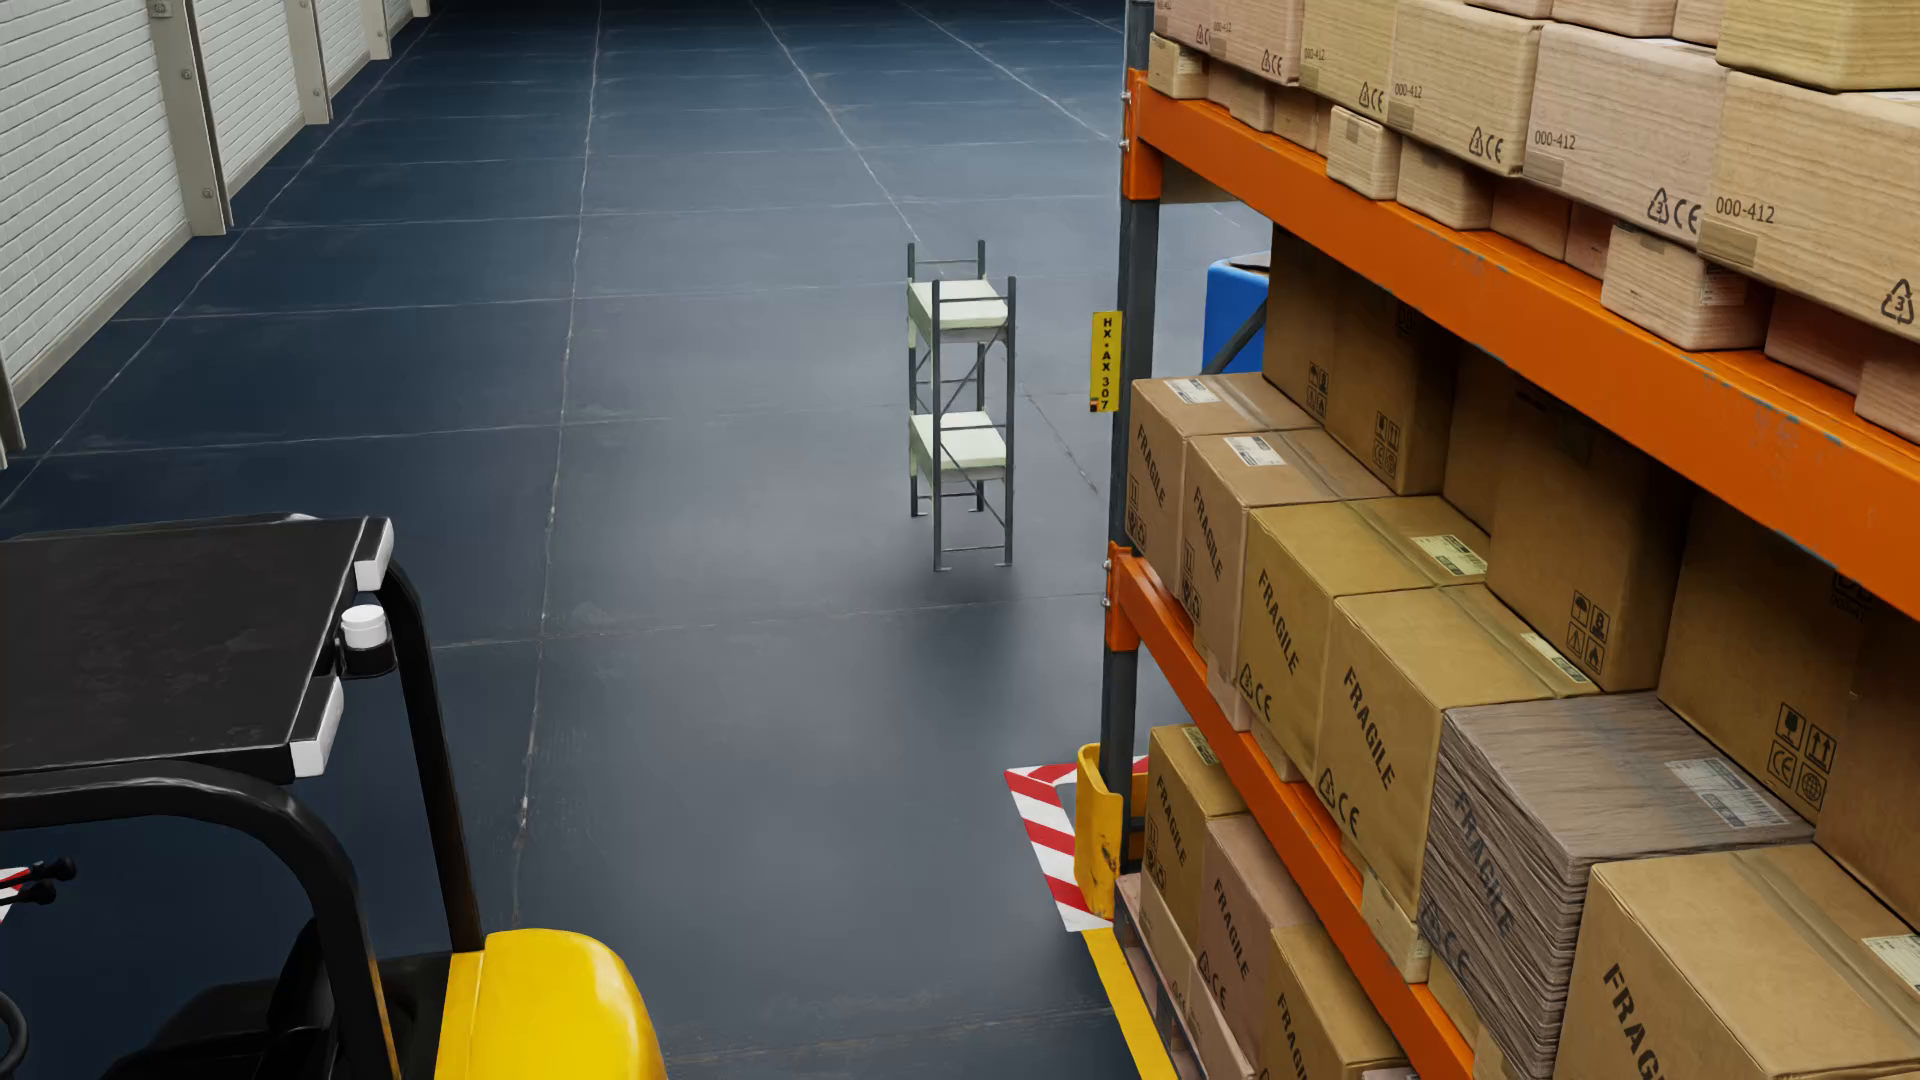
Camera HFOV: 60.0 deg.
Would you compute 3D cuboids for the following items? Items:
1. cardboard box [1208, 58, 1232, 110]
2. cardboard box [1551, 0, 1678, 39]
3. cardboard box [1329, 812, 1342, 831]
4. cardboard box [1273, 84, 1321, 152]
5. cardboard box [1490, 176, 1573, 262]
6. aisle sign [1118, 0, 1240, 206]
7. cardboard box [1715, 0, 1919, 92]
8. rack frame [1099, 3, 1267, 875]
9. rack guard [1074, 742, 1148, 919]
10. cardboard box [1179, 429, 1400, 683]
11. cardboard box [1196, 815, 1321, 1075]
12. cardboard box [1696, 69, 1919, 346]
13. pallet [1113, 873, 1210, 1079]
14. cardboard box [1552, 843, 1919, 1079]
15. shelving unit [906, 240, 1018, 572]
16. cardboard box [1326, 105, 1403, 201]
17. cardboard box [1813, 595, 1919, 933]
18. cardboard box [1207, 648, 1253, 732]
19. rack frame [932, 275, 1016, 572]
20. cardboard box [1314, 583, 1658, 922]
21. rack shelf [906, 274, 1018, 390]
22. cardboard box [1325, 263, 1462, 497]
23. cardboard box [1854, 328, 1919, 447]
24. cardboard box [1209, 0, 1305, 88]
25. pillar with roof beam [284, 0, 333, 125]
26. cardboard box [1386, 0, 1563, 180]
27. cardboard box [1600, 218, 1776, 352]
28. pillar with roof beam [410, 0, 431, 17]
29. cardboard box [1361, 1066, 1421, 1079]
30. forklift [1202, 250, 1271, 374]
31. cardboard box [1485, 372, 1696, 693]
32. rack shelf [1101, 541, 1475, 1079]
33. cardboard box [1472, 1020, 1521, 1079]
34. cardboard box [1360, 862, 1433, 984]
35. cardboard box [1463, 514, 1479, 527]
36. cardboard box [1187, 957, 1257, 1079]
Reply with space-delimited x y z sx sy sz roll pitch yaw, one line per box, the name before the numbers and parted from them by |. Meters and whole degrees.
cardboard box | 0.871 -1.208 4.335 0.380 0.149 0.250 -5 24 -11
cardboard box | 1.152 -0.865 2.553 0.380 0.149 0.250 -4 24 -9
cardboard box | 1.072 0.575 4.000 0.380 0.149 0.250 -3 24 -8
cardboard box | 0.956 -1.006 3.872 0.380 0.149 0.250 -4 24 -10
cardboard box | 1.181 -0.603 2.948 0.380 0.149 0.250 -5 24 -10
aisle sign | 0.676 -1.393 4.943 0.394 0.787 0.004 -4 24 -10
cardboard box | 1.198 -0.658 2.078 0.380 0.149 0.250 -4 24 -8
rack frame | 0.992 -0.200 5.460 1.000 3.000 0.127 -4 24 -10
rack guard | 1.006 0.976 5.892 1.175 0.500 0.348 -4 24 -10
cardboard box | 0.906 0.028 4.441 0.500 0.500 0.500 -4 24 -8
cardboard box | 0.975 1.076 4.511 0.500 0.500 0.500 -5 24 -12
cardboard box | 1.291 -0.421 2.034 0.500 0.250 0.500 -5 24 -11
pallet | 1.122 1.430 5.212 1.003 0.211 1.213 -4 24 -10
cardboard box | 1.303 0.833 2.598 0.500 0.500 0.500 -4 24 -8
shelving unit | -0.001 -0.690 8.456 0.431 1.500 0.755 -4 24 -10
cardboard box | 0.977 -0.797 3.393 0.380 0.149 0.250 -4 24 -9
cardboard box | 1.790 0.341 2.475 0.700 0.500 0.500 -4 24 -9
cardboard box | 0.883 0.376 4.455 0.380 0.149 0.250 -4 24 -9
rack frame | 0.066 -0.546 8.126 0.400 1.500 0.023 -4 24 -10
cardboard box | 1.103 0.428 3.526 0.500 0.500 0.500 -5 24 -11
rack shelf | -0.001 -1.048 8.300 0.431 0.370 0.720 -4 24 -10
cardboard box | 1.387 -0.456 4.300 0.700 0.500 0.500 -4 24 -9
cardboard box | 1.342 -0.192 2.009 0.380 0.149 0.250 -4 24 -9
cardboard box | 0.907 -1.226 3.877 0.500 0.250 0.500 -5 24 -11
pillar with roof beam | -3.740 -9.638 19.575 9.100 9.000 0.400 -4 24 -10
cardboard box | 1.102 -0.821 2.951 0.500 0.250 0.500 -4 24 -9
cardboard box | 1.197 -0.393 2.469 0.380 0.149 0.250 -4 24 -8
pillar with roof beam | -5.959 -14.358 30.383 9.100 9.000 0.400 -4 24 -10
cardboard box | 1.167 1.484 3.578 0.500 0.500 0.500 -3 24 -7
forklift | 2.944 -2.193 10.110 3.031 2.935 1.130 -16 28 -32
cardboard box | 1.538 -0.056 3.385 0.700 0.500 0.500 -4 24 -10
rack shelf | 1.362 0.916 3.803 1.077 0.370 4.000 -4 24 -10
cardboard box | 1.182 0.985 3.060 0.380 0.149 0.250 -5 24 -11
cardboard box | 1.080 0.784 3.521 0.380 0.149 0.250 -4 24 -9
cardboard box | 1.540 0.205 4.035 0.500 0.500 0.500 -4 24 -10
cardboard box | 0.956 1.407 4.692 0.500 0.250 0.500 -3 24 -8
